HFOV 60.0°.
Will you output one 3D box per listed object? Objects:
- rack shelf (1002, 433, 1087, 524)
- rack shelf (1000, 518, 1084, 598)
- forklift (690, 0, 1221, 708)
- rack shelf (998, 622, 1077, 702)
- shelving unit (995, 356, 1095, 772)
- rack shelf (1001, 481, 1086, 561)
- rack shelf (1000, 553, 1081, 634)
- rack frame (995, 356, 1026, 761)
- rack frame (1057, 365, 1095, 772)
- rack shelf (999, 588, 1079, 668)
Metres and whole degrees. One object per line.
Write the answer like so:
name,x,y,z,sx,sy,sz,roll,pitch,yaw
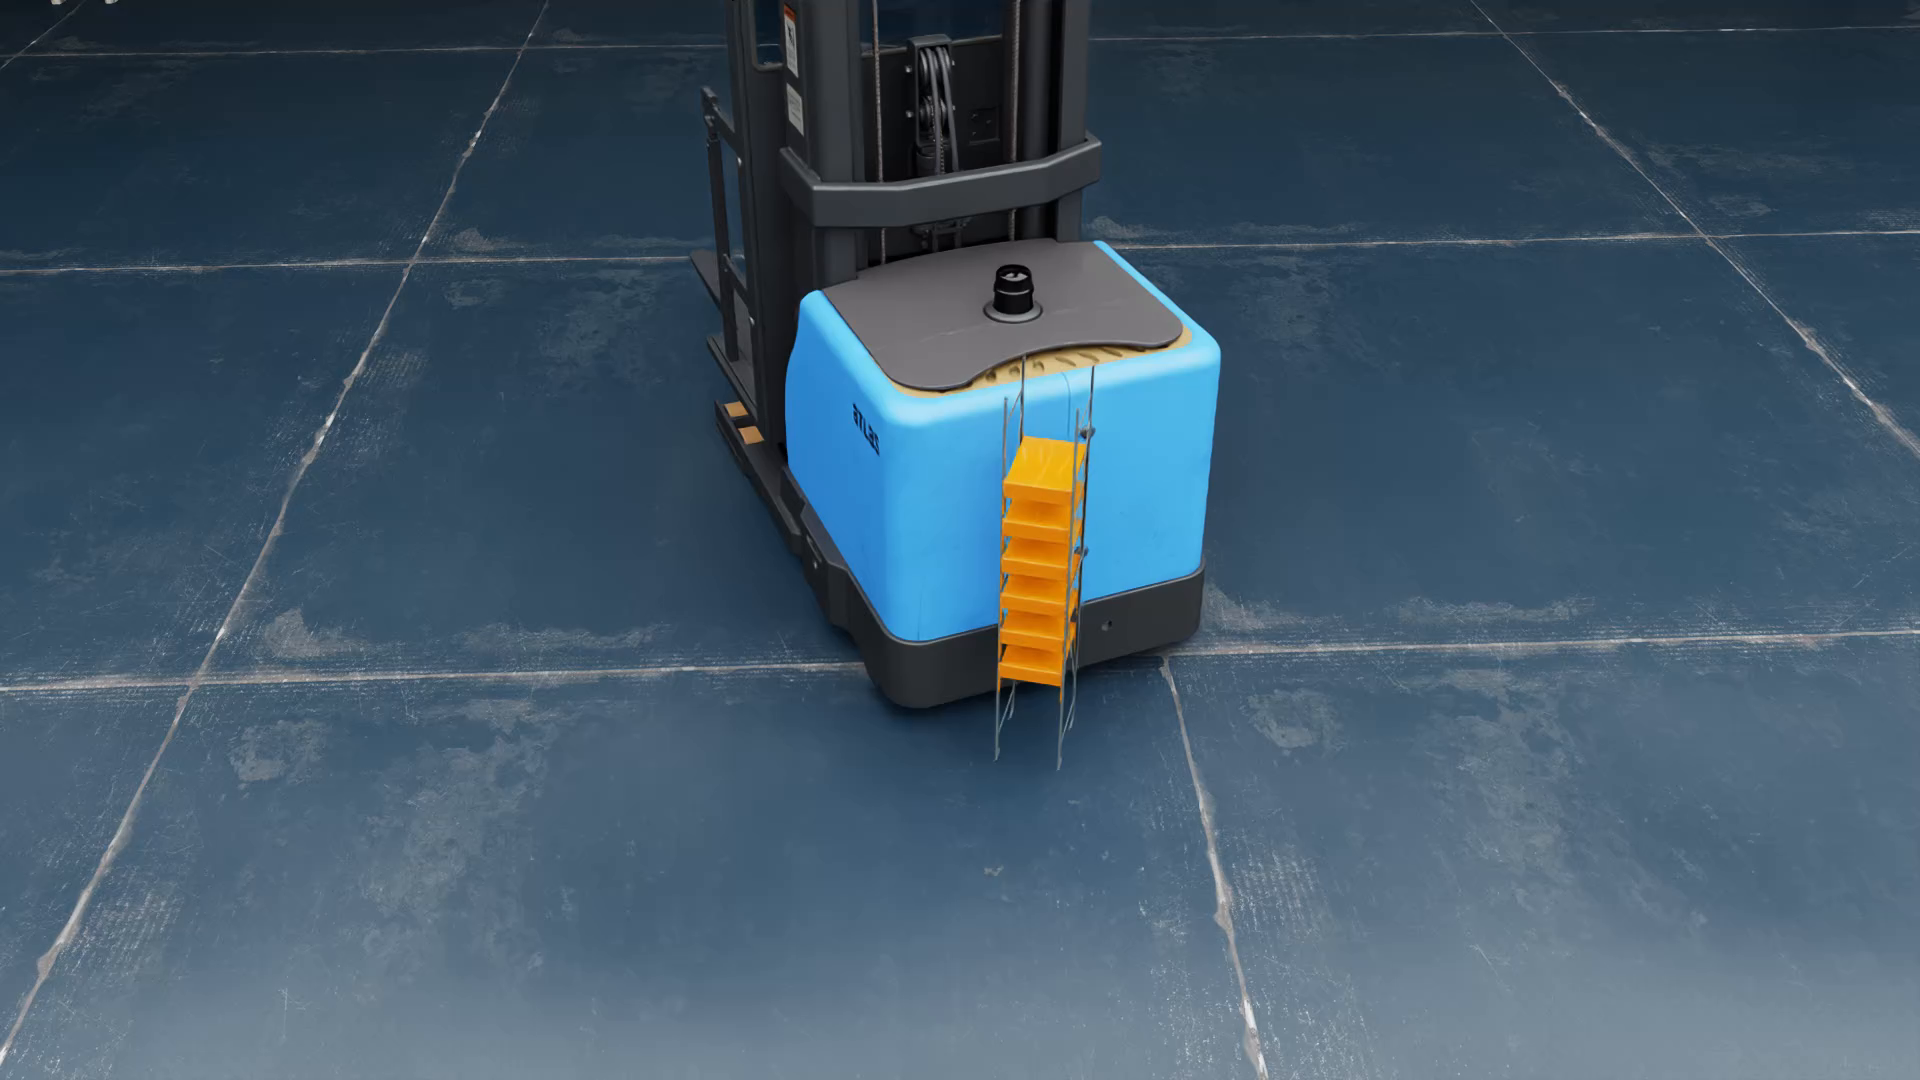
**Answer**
rack shelf,0.227,-0.165,4.379,0.180,0.103,0.258,8,35,11
rack shelf,0.226,0.032,4.515,0.180,0.103,0.258,8,35,11
forklift,-0.272,-1.541,5.401,1.130,2.935,3.031,-13,37,-18
rack shelf,0.223,0.328,4.720,0.180,0.103,0.258,8,35,11
shelving unit,0.225,0.094,4.558,0.189,1.200,0.258,8,35,11
rack shelf,0.226,-0.067,4.447,0.180,0.103,0.258,8,35,11
rack shelf,0.225,0.131,4.584,0.180,0.103,0.258,8,35,11
rack frame,0.136,0.081,4.576,0.006,1.200,0.240,8,35,11
rack frame,0.314,0.107,4.541,0.006,1.200,0.240,8,35,11
rack shelf,0.224,0.229,4.652,0.180,0.103,0.258,8,35,11
